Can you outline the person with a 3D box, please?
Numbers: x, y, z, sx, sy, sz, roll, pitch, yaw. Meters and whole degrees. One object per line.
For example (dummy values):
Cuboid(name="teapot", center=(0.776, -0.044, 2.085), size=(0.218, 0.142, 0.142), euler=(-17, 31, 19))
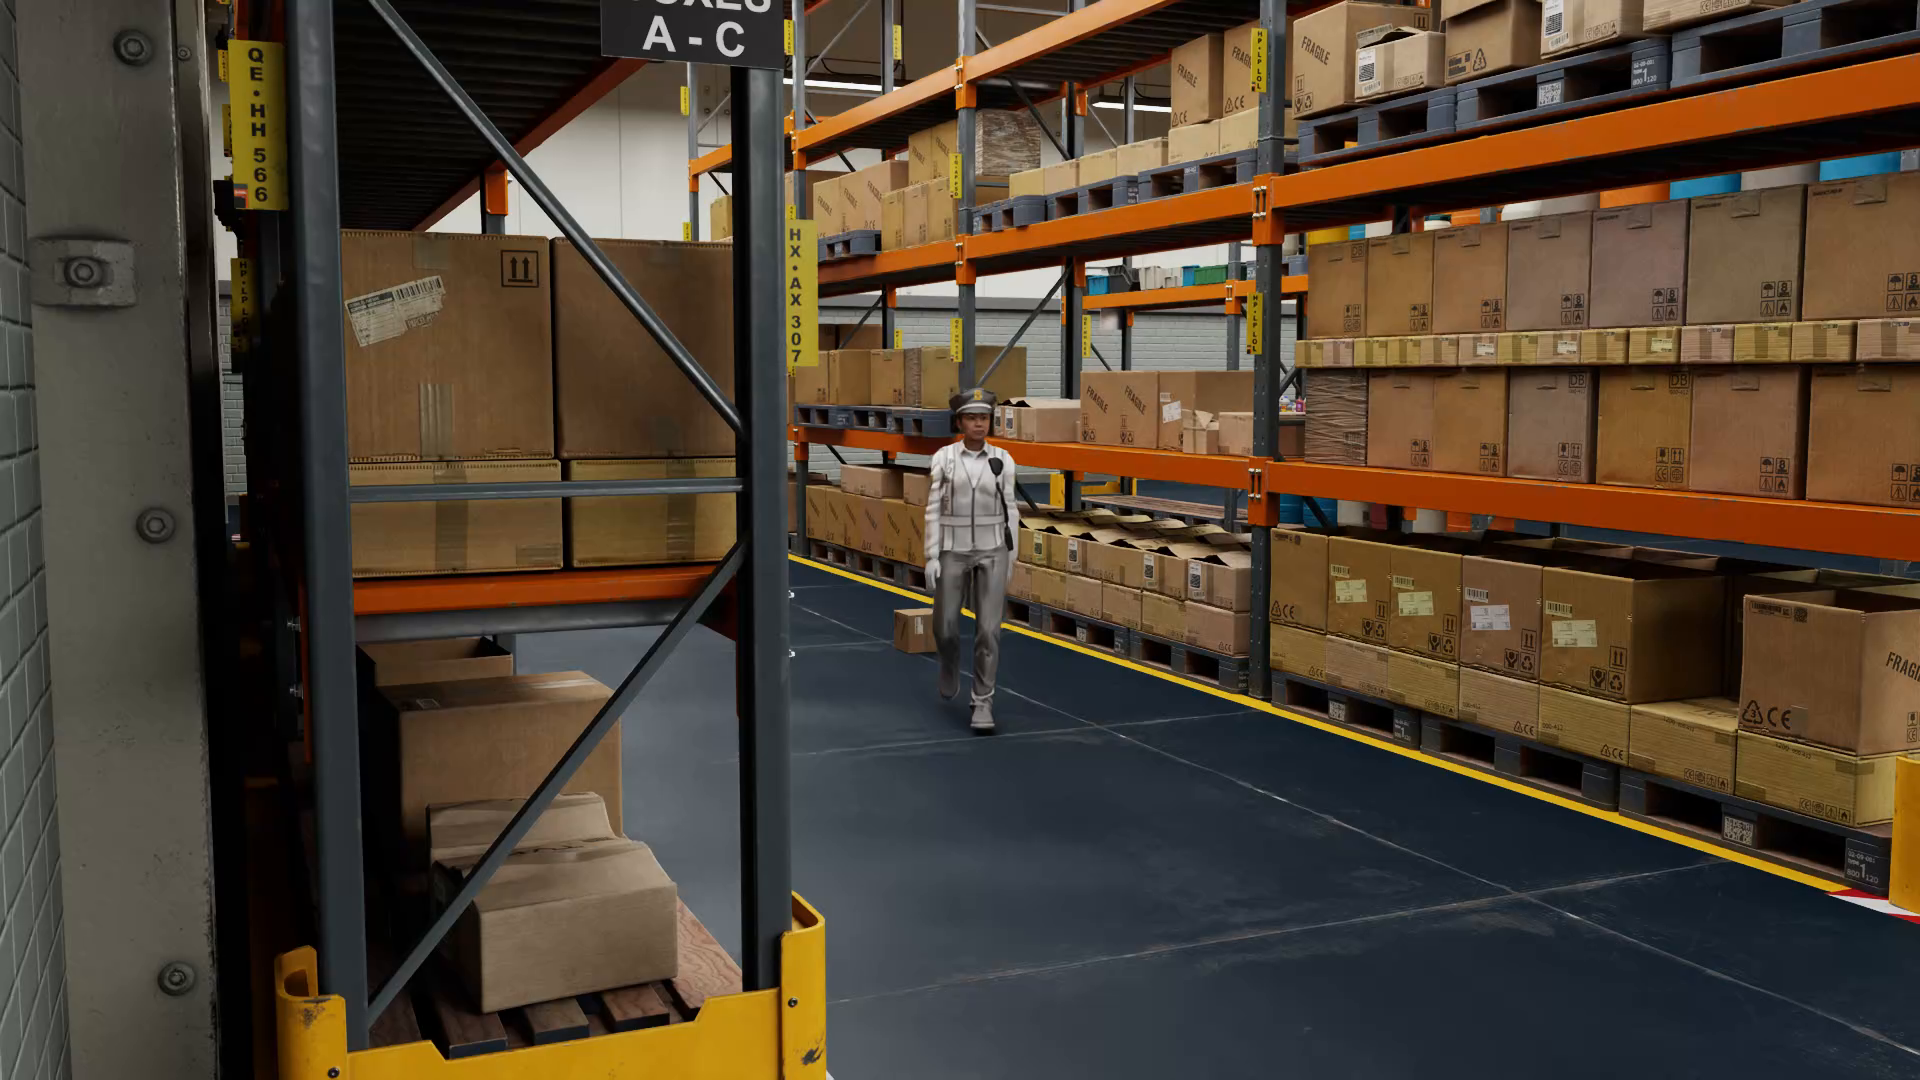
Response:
Cuboid(name="person", center=(0.061, 0.072, 8.373), size=(0.485, 1.671, 0.664), euler=(0, 5, -1))
